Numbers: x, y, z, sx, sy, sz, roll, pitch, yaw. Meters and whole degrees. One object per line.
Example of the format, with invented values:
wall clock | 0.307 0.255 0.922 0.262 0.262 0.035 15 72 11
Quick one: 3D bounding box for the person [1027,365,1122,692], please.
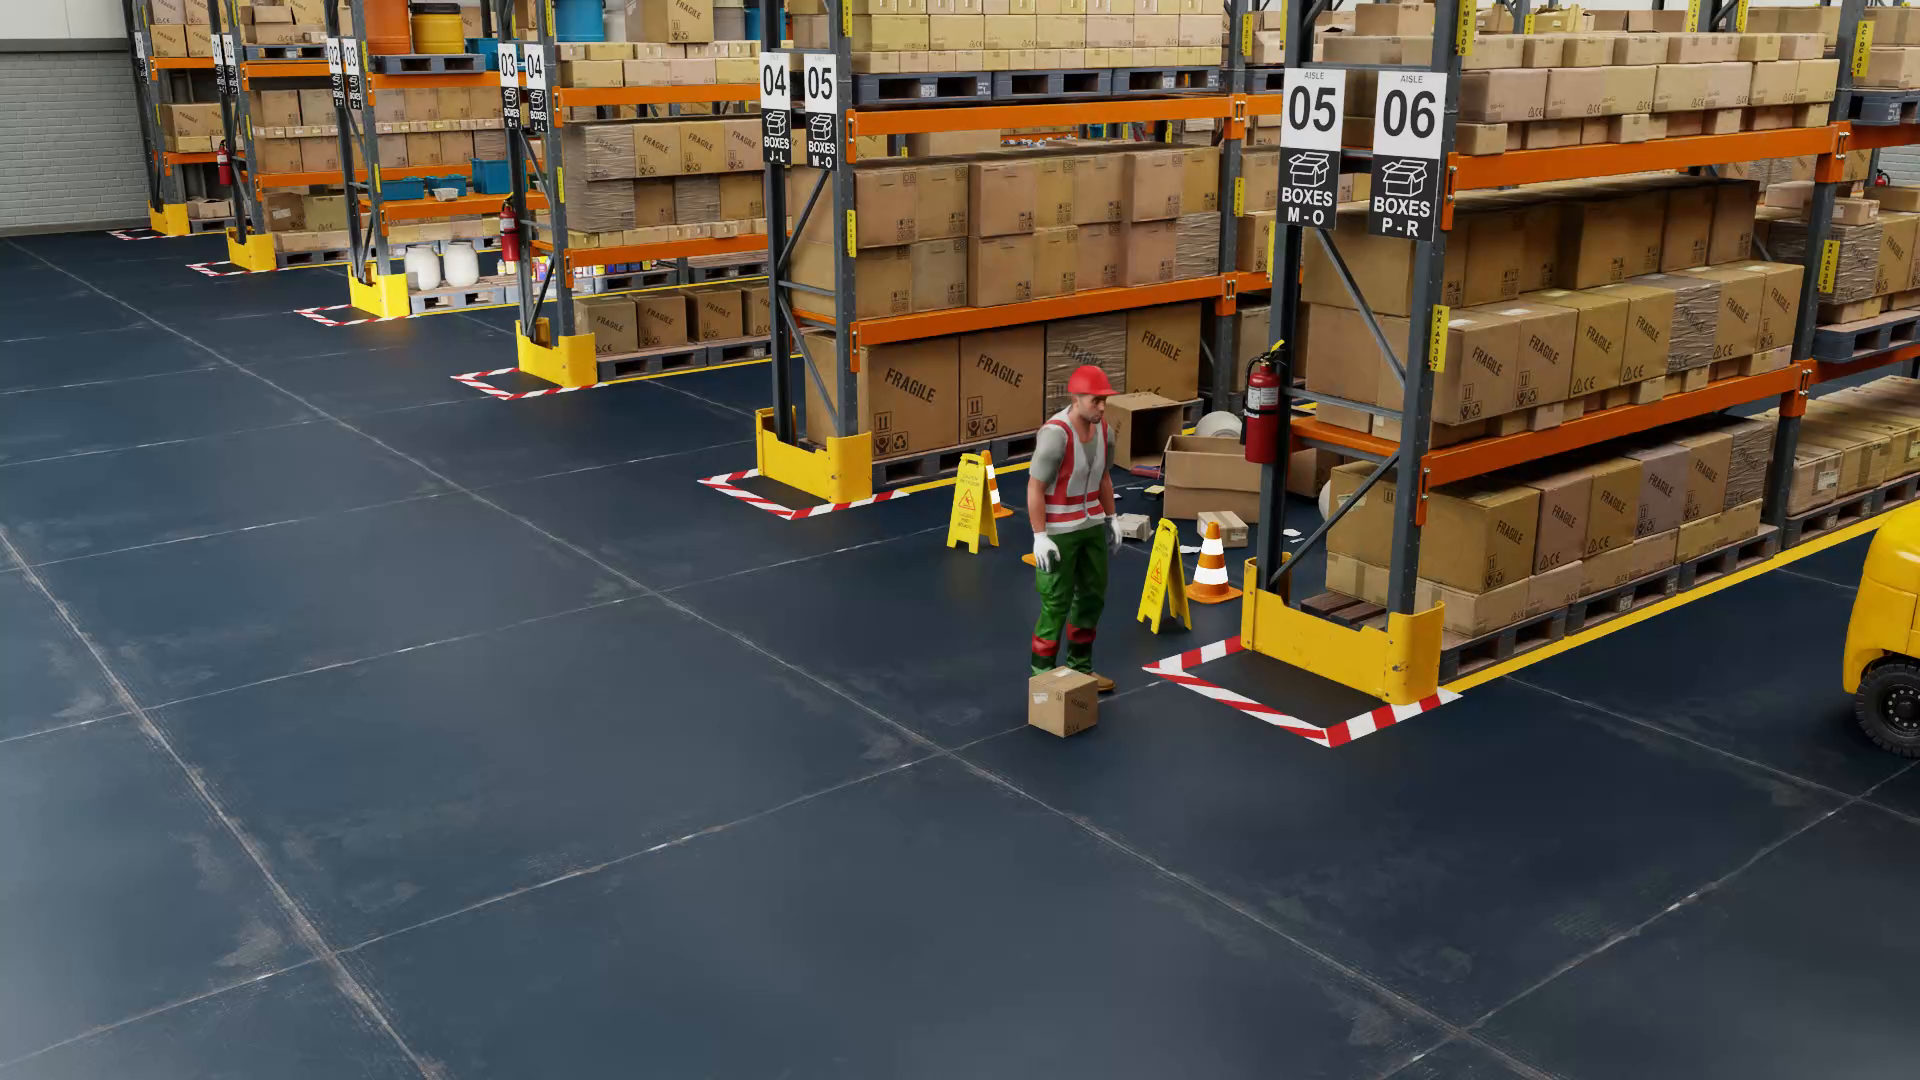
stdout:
person | 0.600 -0.035 8.635 0.609 1.780 0.448 -15 23 -39
